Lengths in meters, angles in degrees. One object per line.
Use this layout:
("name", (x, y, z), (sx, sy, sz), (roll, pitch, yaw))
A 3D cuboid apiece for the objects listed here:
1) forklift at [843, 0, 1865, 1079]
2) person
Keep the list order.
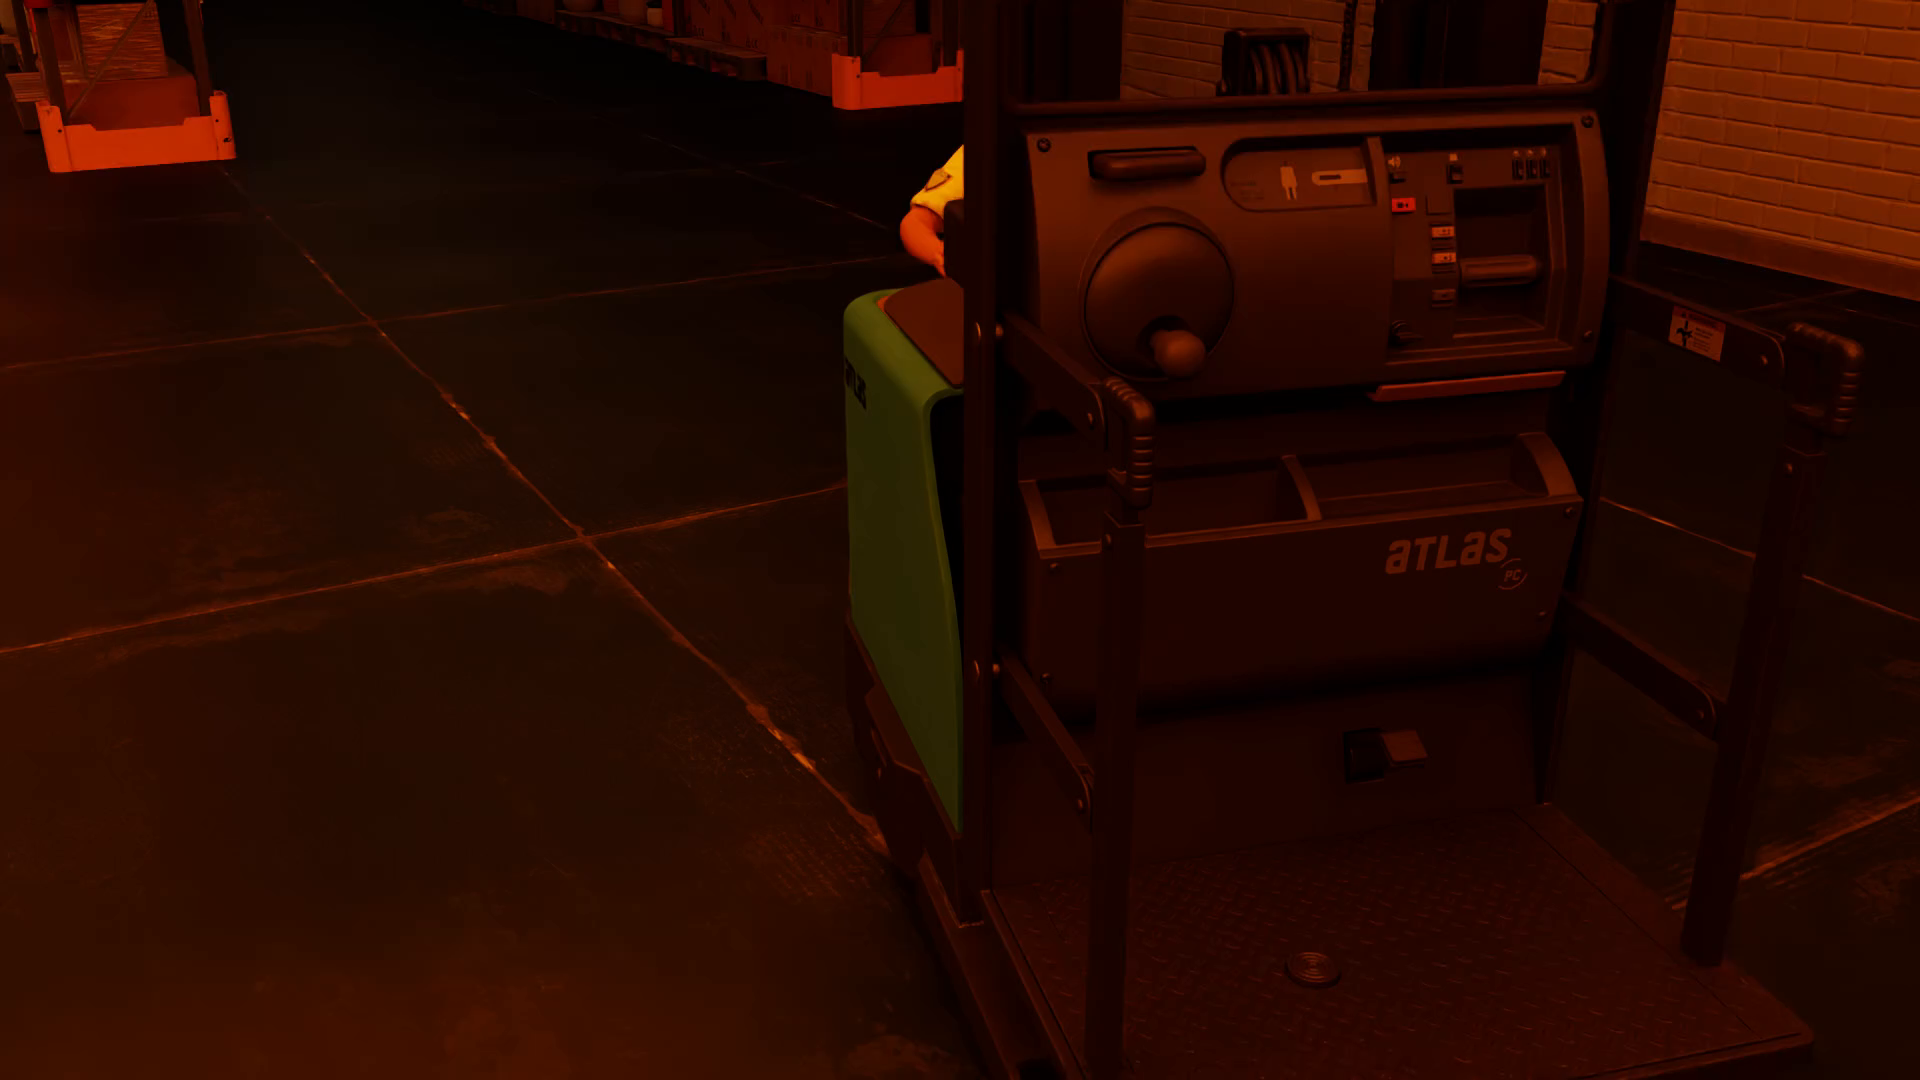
("forklift", (0.608, -0.419, 2.294), (1.130, 2.935, 3.031), (-6, 23, -14))
("person", (0.260, -0.572, 4.521), (1.154, 1.519, 0.742), (5, 23, 13))
